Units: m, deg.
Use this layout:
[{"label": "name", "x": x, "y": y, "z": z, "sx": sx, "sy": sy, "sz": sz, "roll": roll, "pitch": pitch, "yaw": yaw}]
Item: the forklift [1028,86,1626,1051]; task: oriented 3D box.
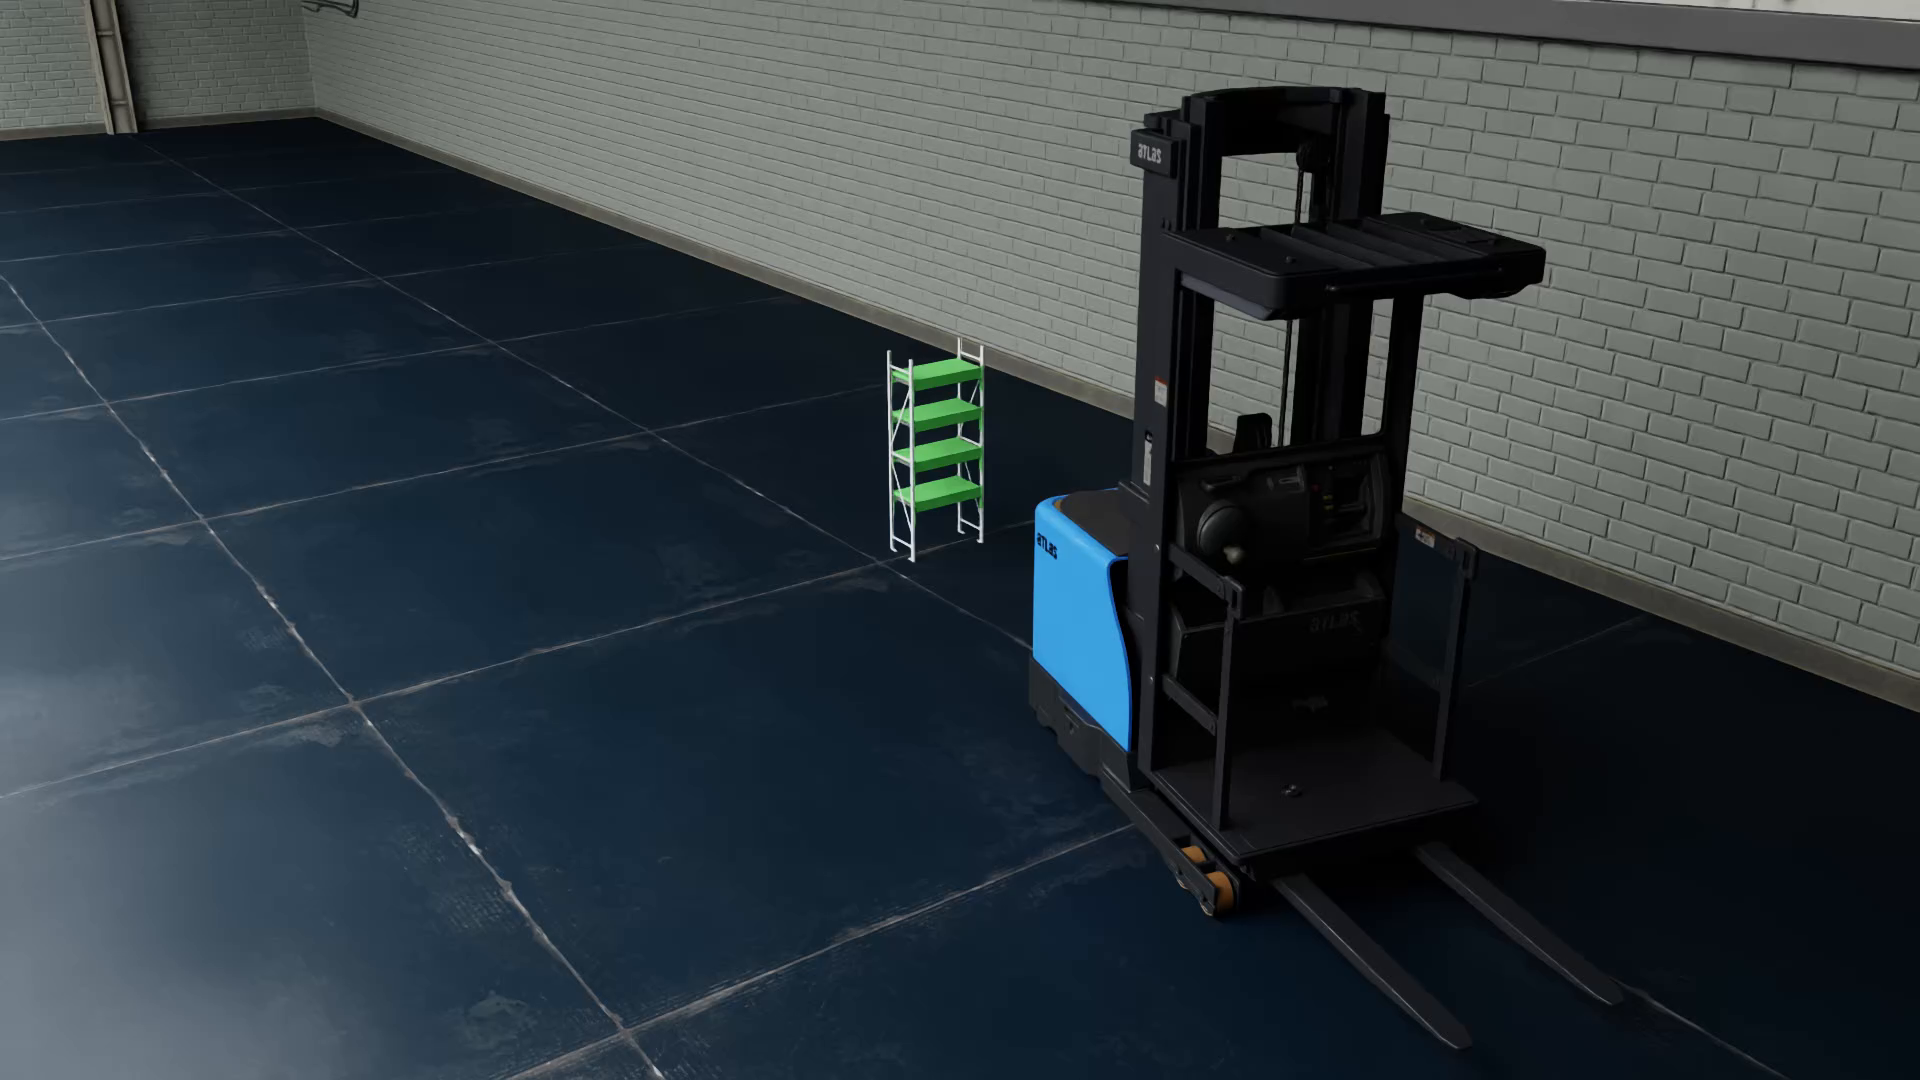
[{"label": "forklift", "x": 1.333, "y": -0.110, "z": 6.217, "sx": 1.130, "sy": 2.935, "sz": 3.031, "roll": -8, "pitch": 23, "yaw": -20}]

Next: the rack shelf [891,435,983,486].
[{"label": "rack shelf", "x": -0.134, "y": -0.462, "z": 9.608, "sx": 0.480, "sy": 0.148, "sz": 0.258, "roll": -15, "pitch": 26, "yaw": -33}]

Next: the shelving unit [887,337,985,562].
[{"label": "shelving unit", "x": -0.134, "y": -0.521, "z": 9.584, "sx": 0.503, "sy": 1.200, "sz": 0.258, "roll": -15, "pitch": 26, "yaw": -33}]

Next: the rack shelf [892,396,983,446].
[{"label": "rack shelf", "x": -0.134, "y": -0.685, "z": 9.519, "sx": 0.480, "sy": 0.148, "sz": 0.258, "roll": -15, "pitch": 26, "yaw": -33}]

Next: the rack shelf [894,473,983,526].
[{"label": "rack shelf", "x": -0.134, "y": -0.239, "z": 9.697, "sx": 0.480, "sy": 0.148, "sz": 0.258, "roll": -15, "pitch": 26, "yaw": -33}]

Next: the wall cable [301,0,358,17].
[{"label": "wall cable", "x": -9.750, "y": -9.260, "z": 25.150, "sx": 0.112, "sy": 2.526, "sz": 3.097, "roll": -15, "pitch": 26, "yaw": -33}]

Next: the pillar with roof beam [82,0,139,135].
[{"label": "pillar with roof beam", "x": -10.399, "y": -9.167, "z": 20.728, "sx": 0.400, "sy": 9.000, "sz": 9.100, "roll": -15, "pitch": 26, "yaw": -33}]

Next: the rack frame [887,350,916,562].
[{"label": "rack frame", "x": -0.332, "y": -0.469, "z": 9.452, "sx": 0.015, "sy": 1.200, "sz": 0.240, "roll": -15, "pitch": 26, "yaw": -33}]

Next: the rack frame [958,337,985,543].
[{"label": "rack frame", "x": 0.064, "y": -0.574, "z": 9.717, "sx": 0.015, "sy": 1.200, "sz": 0.240, "roll": -15, "pitch": 26, "yaw": -33}]

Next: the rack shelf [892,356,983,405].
[{"label": "rack shelf", "x": -0.134, "y": -0.908, "z": 9.430, "sx": 0.480, "sy": 0.148, "sz": 0.258, "roll": -15, "pitch": 26, "yaw": -33}]
